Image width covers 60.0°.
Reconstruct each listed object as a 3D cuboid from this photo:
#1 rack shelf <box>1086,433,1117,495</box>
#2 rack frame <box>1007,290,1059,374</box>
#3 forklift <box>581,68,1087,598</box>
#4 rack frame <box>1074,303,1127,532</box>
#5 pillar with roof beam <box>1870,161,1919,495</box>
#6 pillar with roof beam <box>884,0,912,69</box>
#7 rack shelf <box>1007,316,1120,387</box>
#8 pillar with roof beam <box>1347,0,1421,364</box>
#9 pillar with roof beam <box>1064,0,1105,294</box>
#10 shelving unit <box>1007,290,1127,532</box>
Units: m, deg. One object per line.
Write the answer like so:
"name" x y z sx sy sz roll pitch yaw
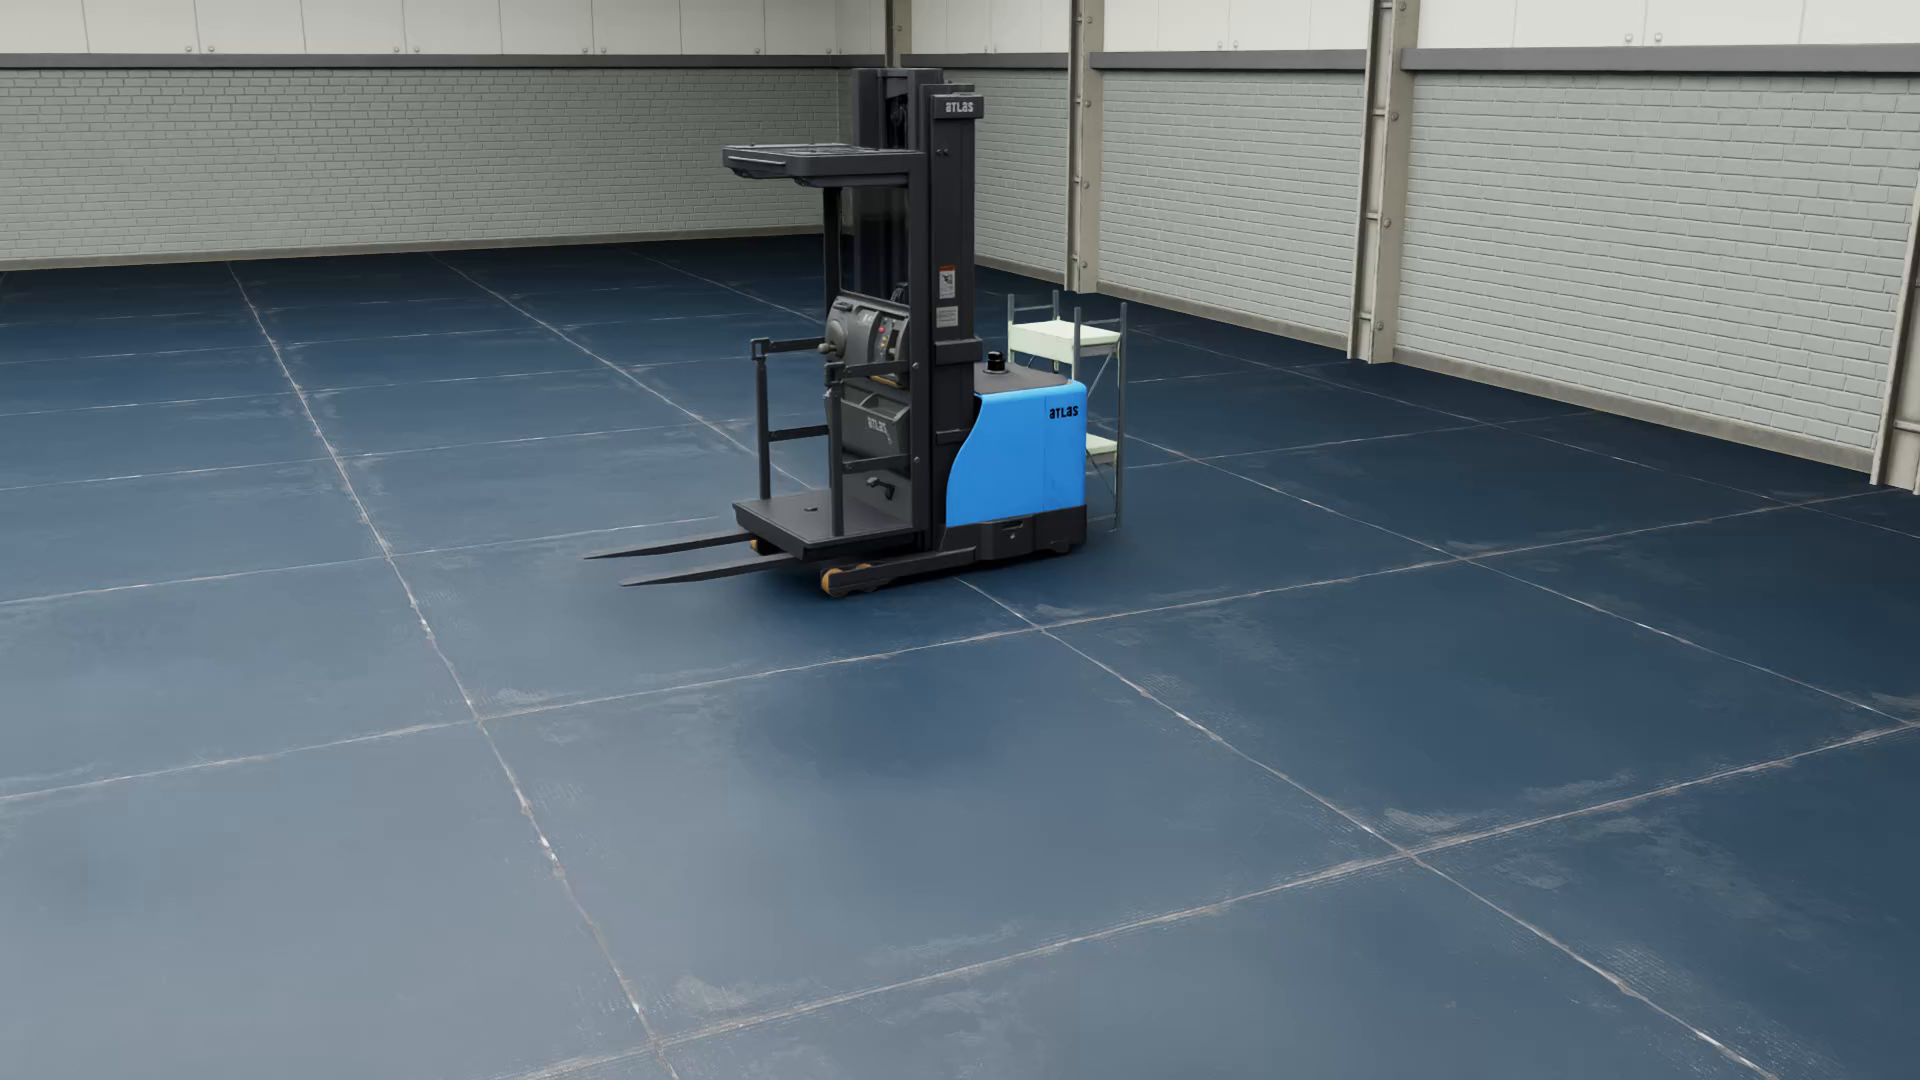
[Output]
"rack shelf" 0.689 -0.528 11.053 0.431 0.370 0.720 -10 19 -31
"rack frame" 0.490 -0.926 11.258 0.400 1.500 0.023 -10 19 -31
"forklift" -0.728 -1.242 9.766 3.031 2.935 1.130 -9 19 -30
"rack frame" 0.888 -0.756 10.667 0.400 1.500 0.023 -10 19 -31
"pillar with roof beam" 3.024 -4.191 9.041 9.100 9.000 0.400 -8 18 -25
"pillar with roof beam" -4.861 -8.654 24.594 9.100 9.000 0.400 -8 18 -25
"rack shelf" 0.689 -1.216 10.855 0.431 0.370 0.720 -10 19 -31
"pillar with roof beam" 0.396 -5.679 14.225 9.100 9.000 0.400 -8 18 -25
"pillar with roof beam" -2.233 -7.166 19.409 9.100 9.000 0.400 -8 18 -25
"shelving unit" 0.689 -0.841 10.963 0.431 1.500 0.755 -10 19 -31
